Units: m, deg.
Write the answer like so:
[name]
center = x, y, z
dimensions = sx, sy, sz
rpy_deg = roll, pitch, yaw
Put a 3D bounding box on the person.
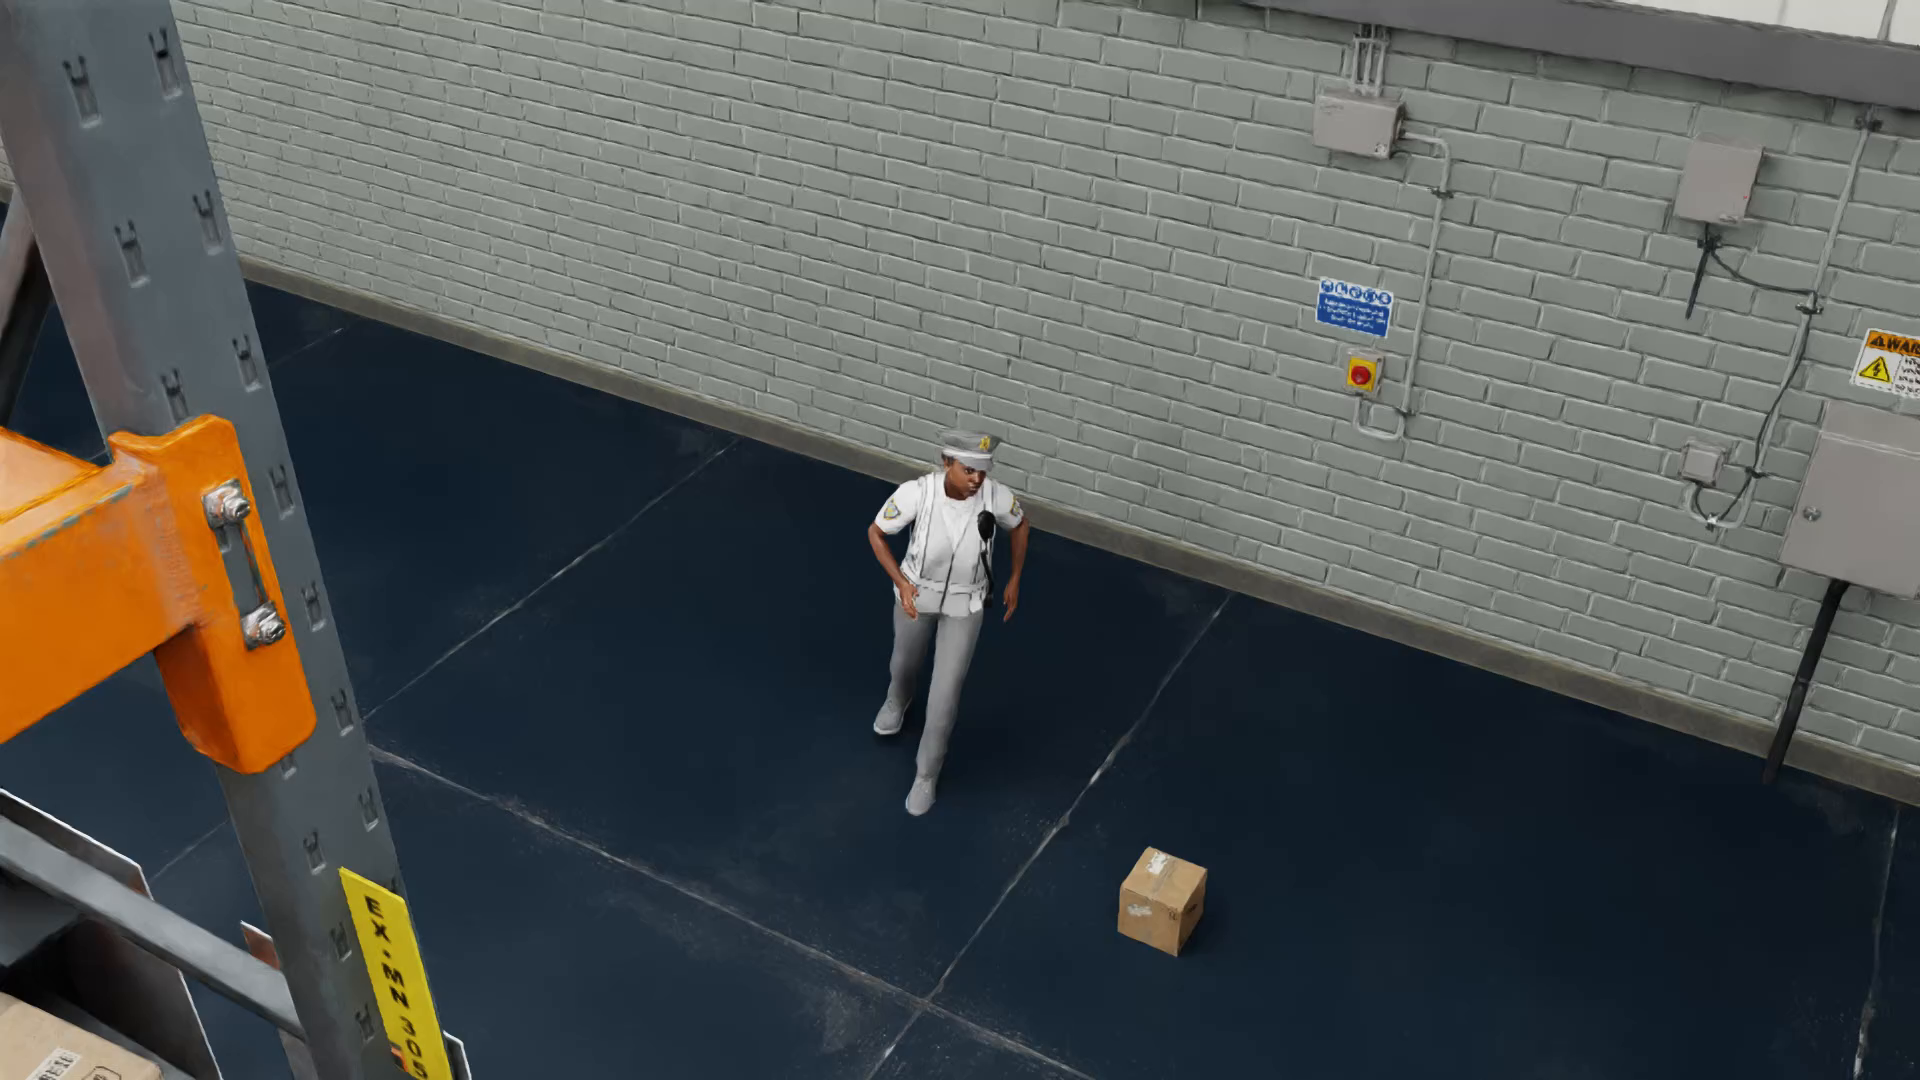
[person]
center = -0.054, 0.269, 6.751
dimensions = 0.658, 1.719, 0.704
rpy_deg = 1, 34, 1
